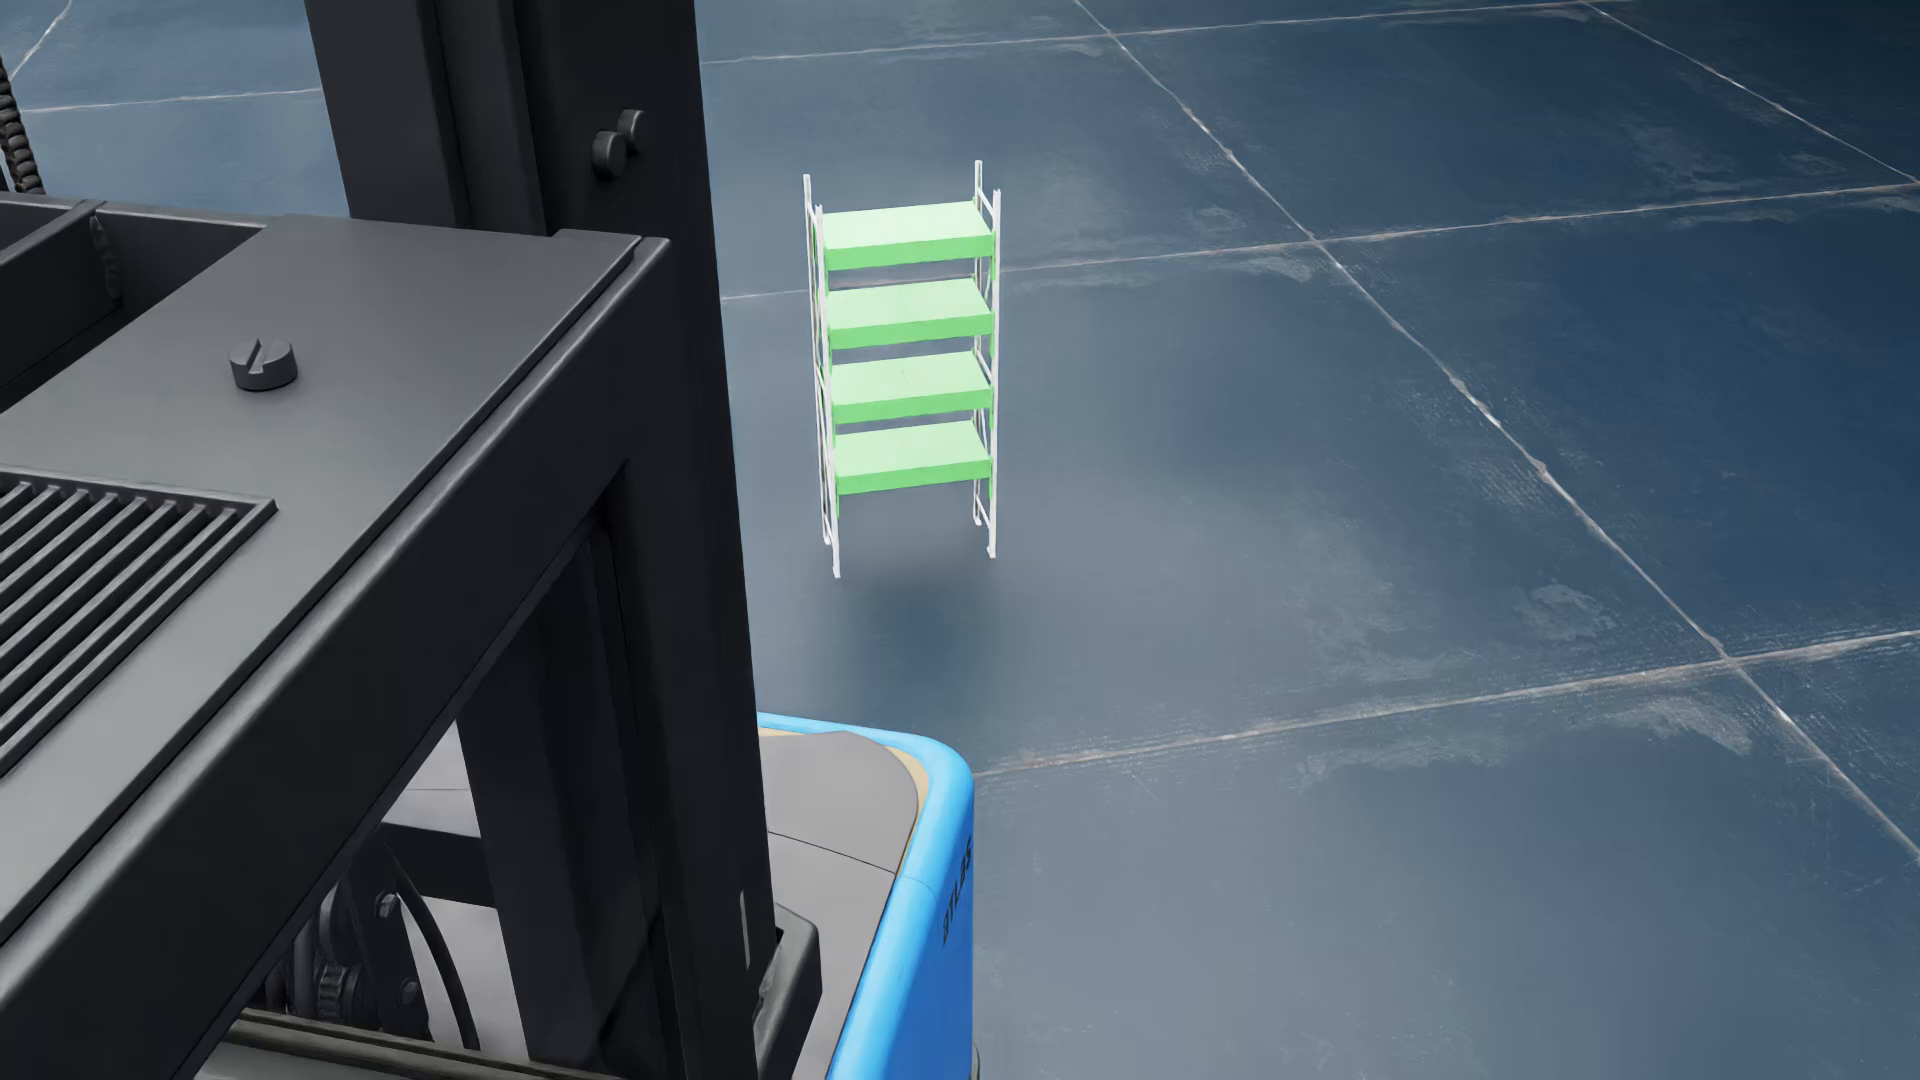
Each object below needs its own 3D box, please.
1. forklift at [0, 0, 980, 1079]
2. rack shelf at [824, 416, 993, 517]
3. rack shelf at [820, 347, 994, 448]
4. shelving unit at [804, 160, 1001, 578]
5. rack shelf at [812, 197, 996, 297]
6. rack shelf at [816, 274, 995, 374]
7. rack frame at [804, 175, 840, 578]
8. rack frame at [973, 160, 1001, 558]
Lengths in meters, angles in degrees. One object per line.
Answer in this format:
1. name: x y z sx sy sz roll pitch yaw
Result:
1. forklift: -0.780 0.759 1.489 1.130 2.935 3.031 7 34 10
2. rack shelf: -0.161 -0.226 5.055 0.480 0.148 0.258 -7 35 -11
3. rack shelf: -0.161 -0.425 4.921 0.480 0.148 0.258 -7 35 -11
4. shelving unit: -0.161 -0.478 4.885 0.503 1.200 0.258 -7 35 -11
5. rack shelf: -0.161 -0.823 4.653 0.480 0.148 0.258 -7 35 -11
6. rack shelf: -0.161 -0.624 4.787 0.480 0.148 0.258 -7 35 -11
7. rack frame: -0.399 -0.448 4.841 0.015 1.200 0.240 -7 35 -11
8. rack frame: 0.077 -0.508 4.930 0.015 1.200 0.240 -7 35 -11
